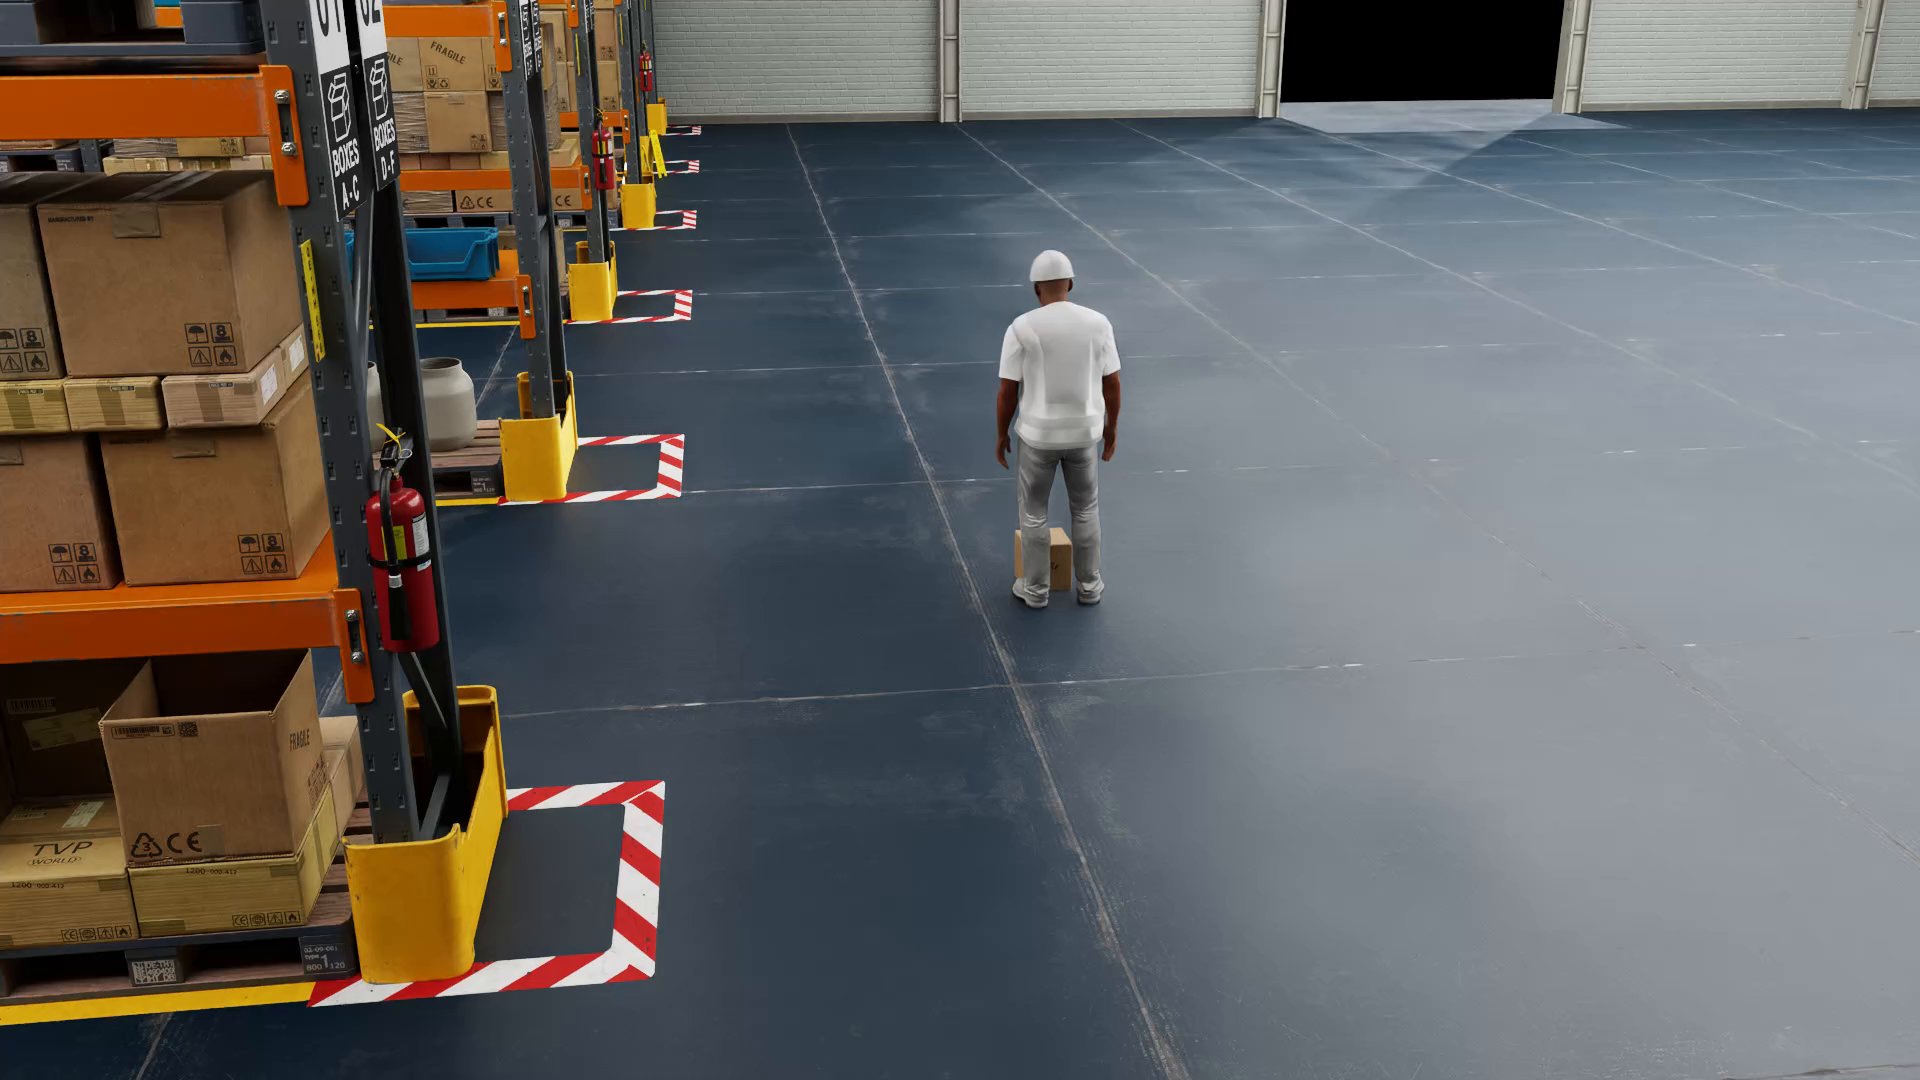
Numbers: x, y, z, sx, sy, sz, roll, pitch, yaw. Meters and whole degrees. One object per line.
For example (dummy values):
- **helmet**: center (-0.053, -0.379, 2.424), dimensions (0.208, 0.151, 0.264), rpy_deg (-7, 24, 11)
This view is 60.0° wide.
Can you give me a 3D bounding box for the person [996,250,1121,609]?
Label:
- **person**: center (0.472, -0.530, 8.127), dimensions (0.623, 1.759, 0.462), rpy_deg (-4, 20, -10)
